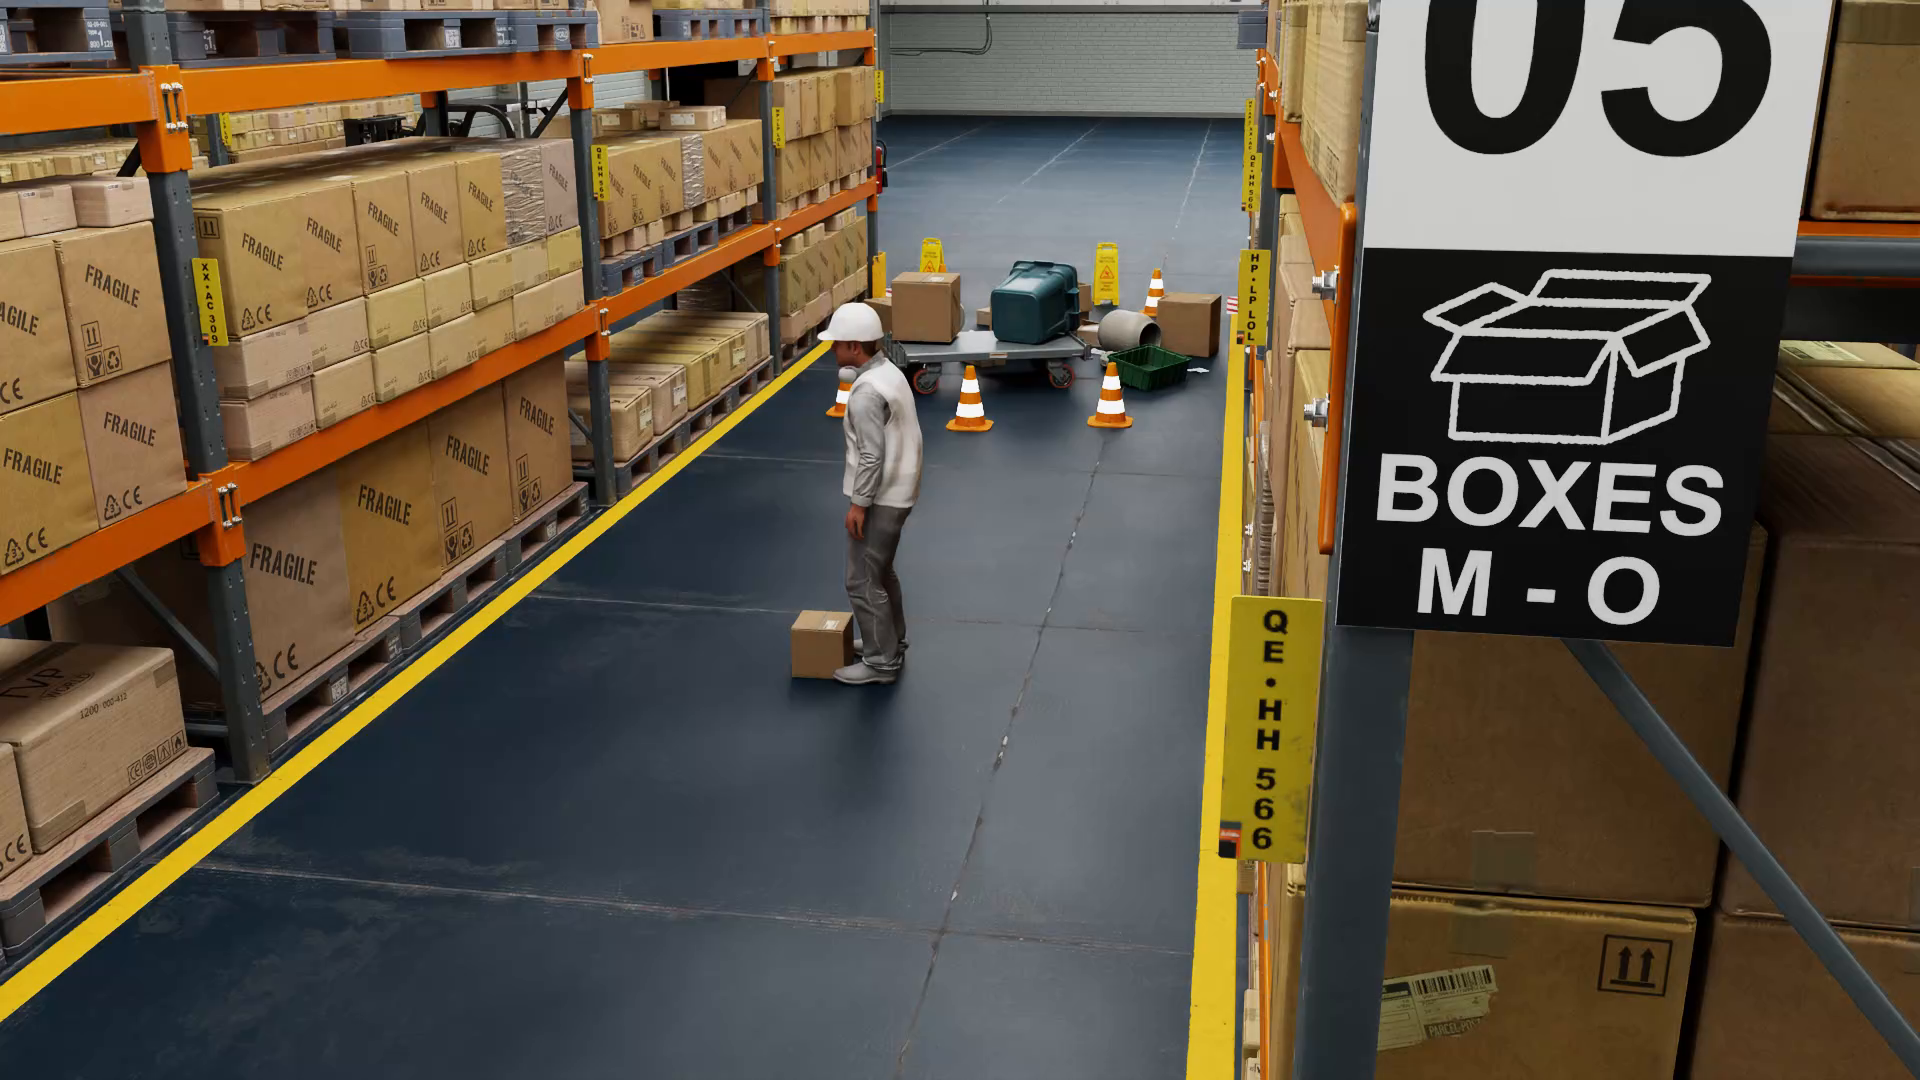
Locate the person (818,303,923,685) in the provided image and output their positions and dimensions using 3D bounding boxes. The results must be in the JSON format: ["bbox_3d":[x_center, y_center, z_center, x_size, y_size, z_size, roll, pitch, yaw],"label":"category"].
[{"bbox_3d":[-0.403,-0.212,7.677,0.466,1.768,0.584,3,18,8],"label":"person"}]
